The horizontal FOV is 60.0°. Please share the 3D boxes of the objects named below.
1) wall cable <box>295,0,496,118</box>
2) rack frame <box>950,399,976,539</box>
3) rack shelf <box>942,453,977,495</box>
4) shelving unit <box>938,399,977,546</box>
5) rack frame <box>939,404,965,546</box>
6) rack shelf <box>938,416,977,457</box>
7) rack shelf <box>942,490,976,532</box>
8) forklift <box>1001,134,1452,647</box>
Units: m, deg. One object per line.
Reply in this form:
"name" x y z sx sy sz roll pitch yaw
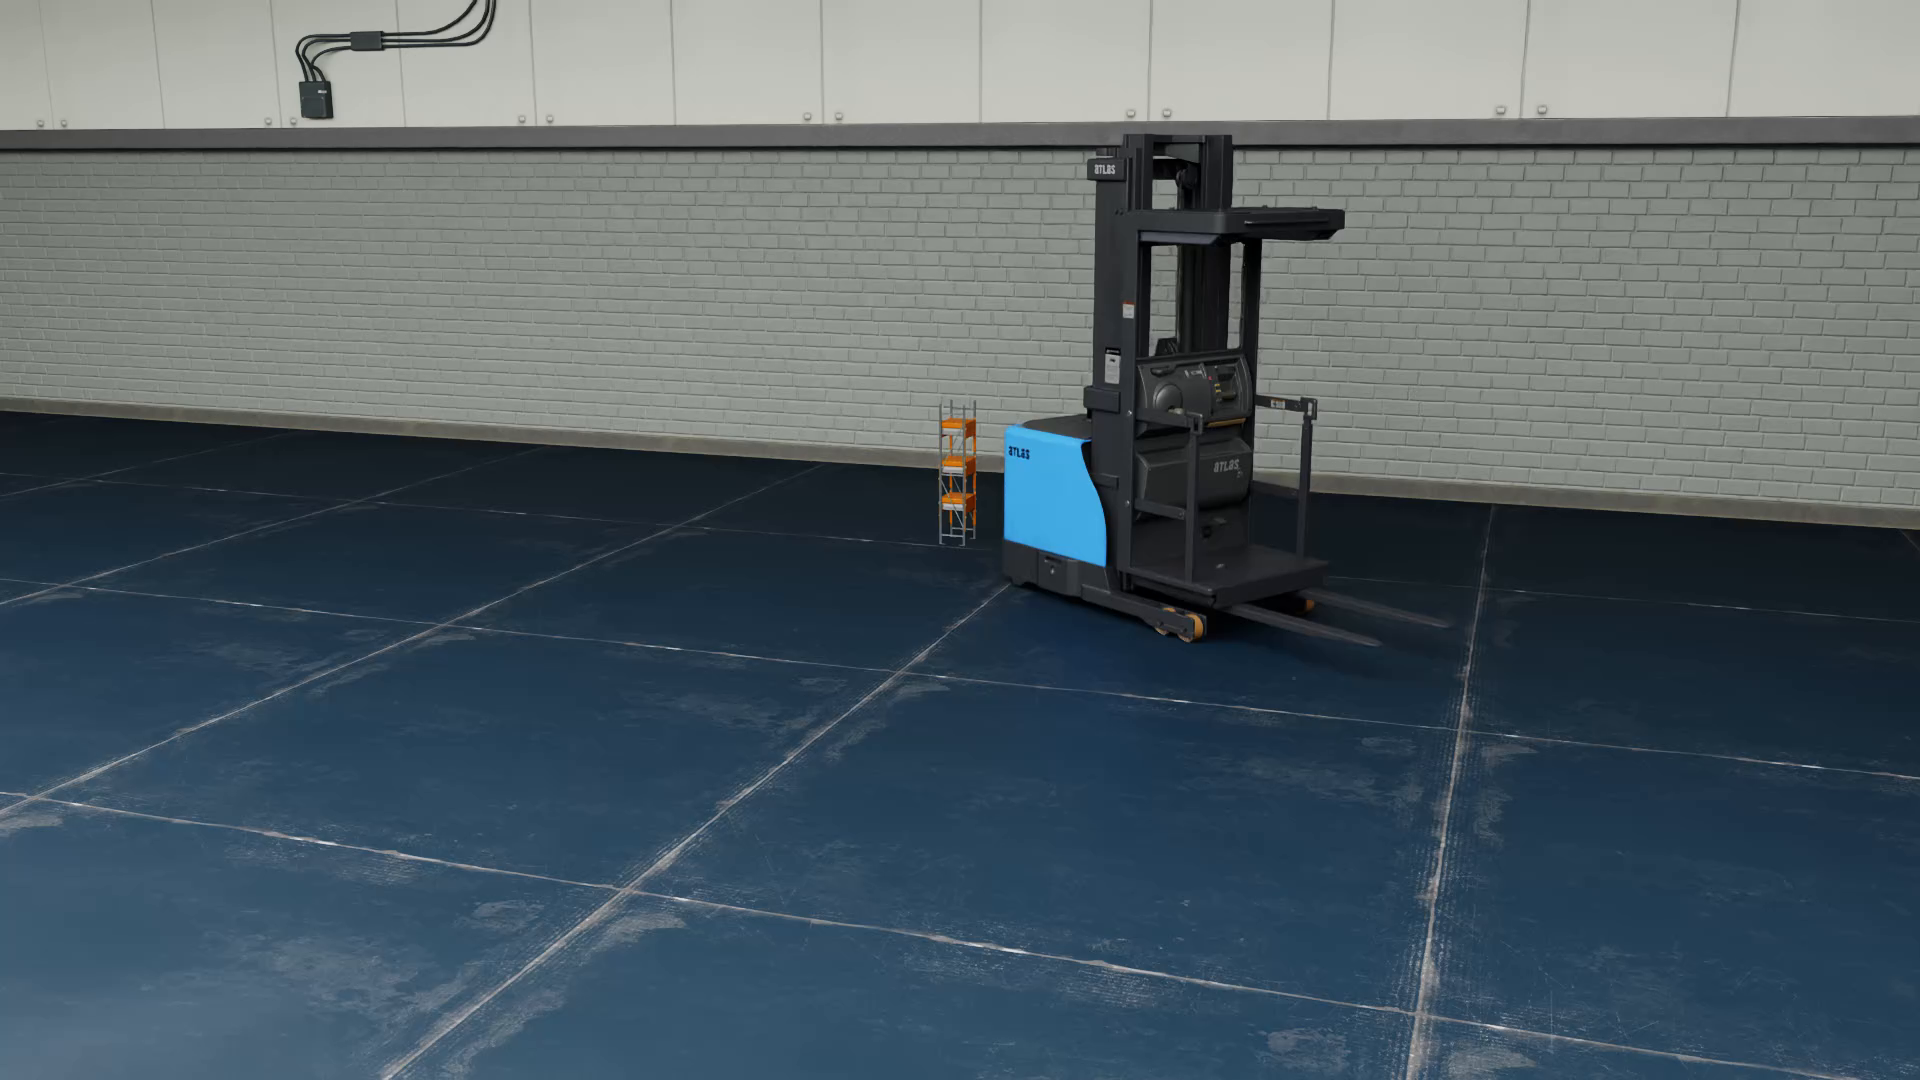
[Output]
"wall cable" -5.518 -7.098 15.719 2.305 6.003 0.169 4 14 18
"rack frame" 0.022 -0.526 12.434 0.200 1.050 0.008 4 14 18
"rack shelf" -0.017 -0.490 12.324 0.215 0.259 0.240 4 14 18
"shelving unit" -0.017 -0.501 12.322 0.215 1.050 0.252 4 14 18
"rack frame" -0.057 -0.475 12.209 0.200 1.050 0.008 4 14 18
"rack shelf" -0.017 -0.767 12.261 0.215 0.259 0.240 4 14 18
"rack shelf" -0.017 -0.219 12.386 0.215 0.259 0.240 4 14 18
"forklift" 1.582 -0.950 10.062 1.130 2.935 3.031 -10 16 -37
